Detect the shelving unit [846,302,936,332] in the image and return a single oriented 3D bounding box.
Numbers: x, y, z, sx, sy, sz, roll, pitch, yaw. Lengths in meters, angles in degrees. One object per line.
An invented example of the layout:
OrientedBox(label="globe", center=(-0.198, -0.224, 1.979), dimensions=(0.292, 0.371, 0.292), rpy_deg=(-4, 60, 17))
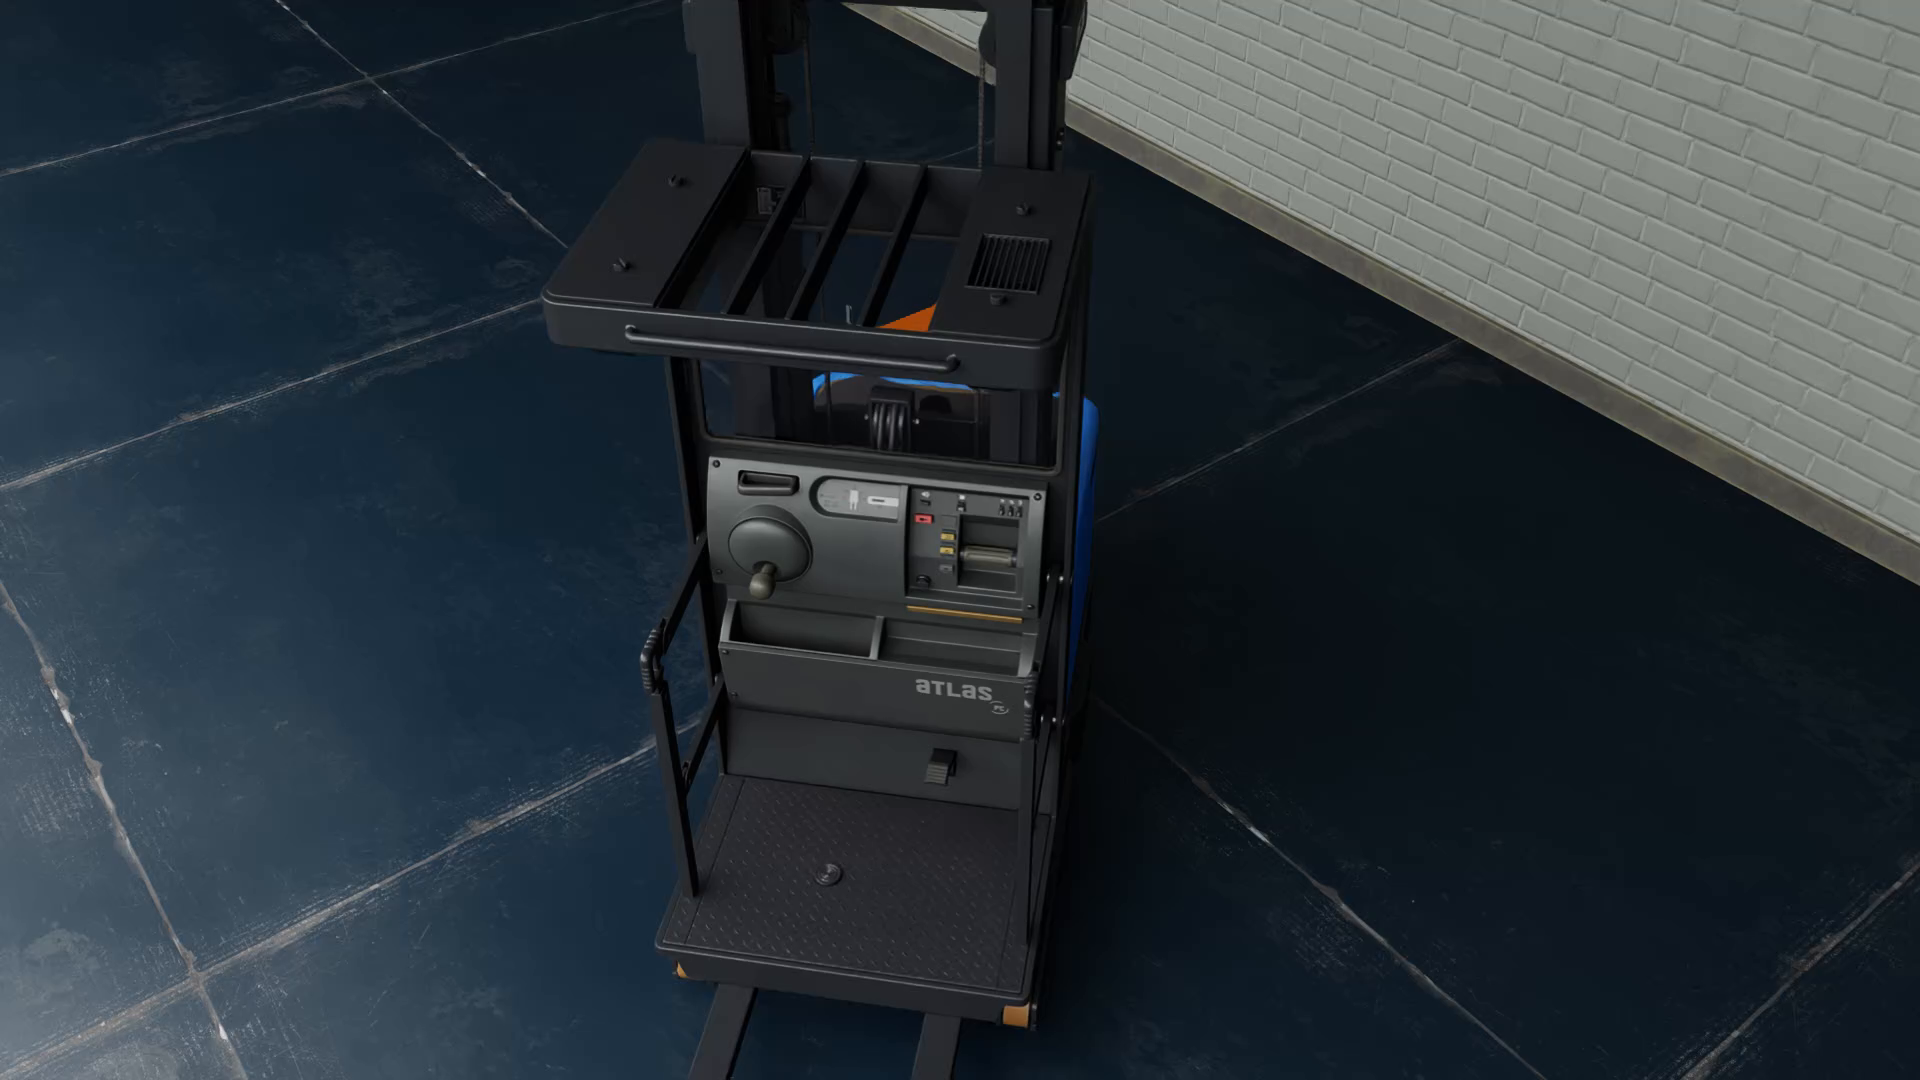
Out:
OrientedBox(label="shelving unit", center=(-0.129, -0.406, 6.298), dimensions=(0.503, 1.200, 0.258), rpy_deg=(-25, 46, -28))

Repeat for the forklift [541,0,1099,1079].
OrientedBox(label="forklift", center=(-0.266, 0.069, 4.355), dimensions=(1.130, 2.935, 3.031), rpy_deg=(6, 40, 7))

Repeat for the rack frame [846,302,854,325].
OrientedBox(label="rack frame", center=(-0.325, -0.313, 6.185), dimensions=(0.015, 1.200, 0.240), rpy_deg=(-25, 46, -28))

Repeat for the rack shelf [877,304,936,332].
OrientedBox(label="rack shelf", center=(-0.129, -0.710, 6.049), dimensions=(0.480, 0.148, 0.258), rpy_deg=(-25, 46, -28))
